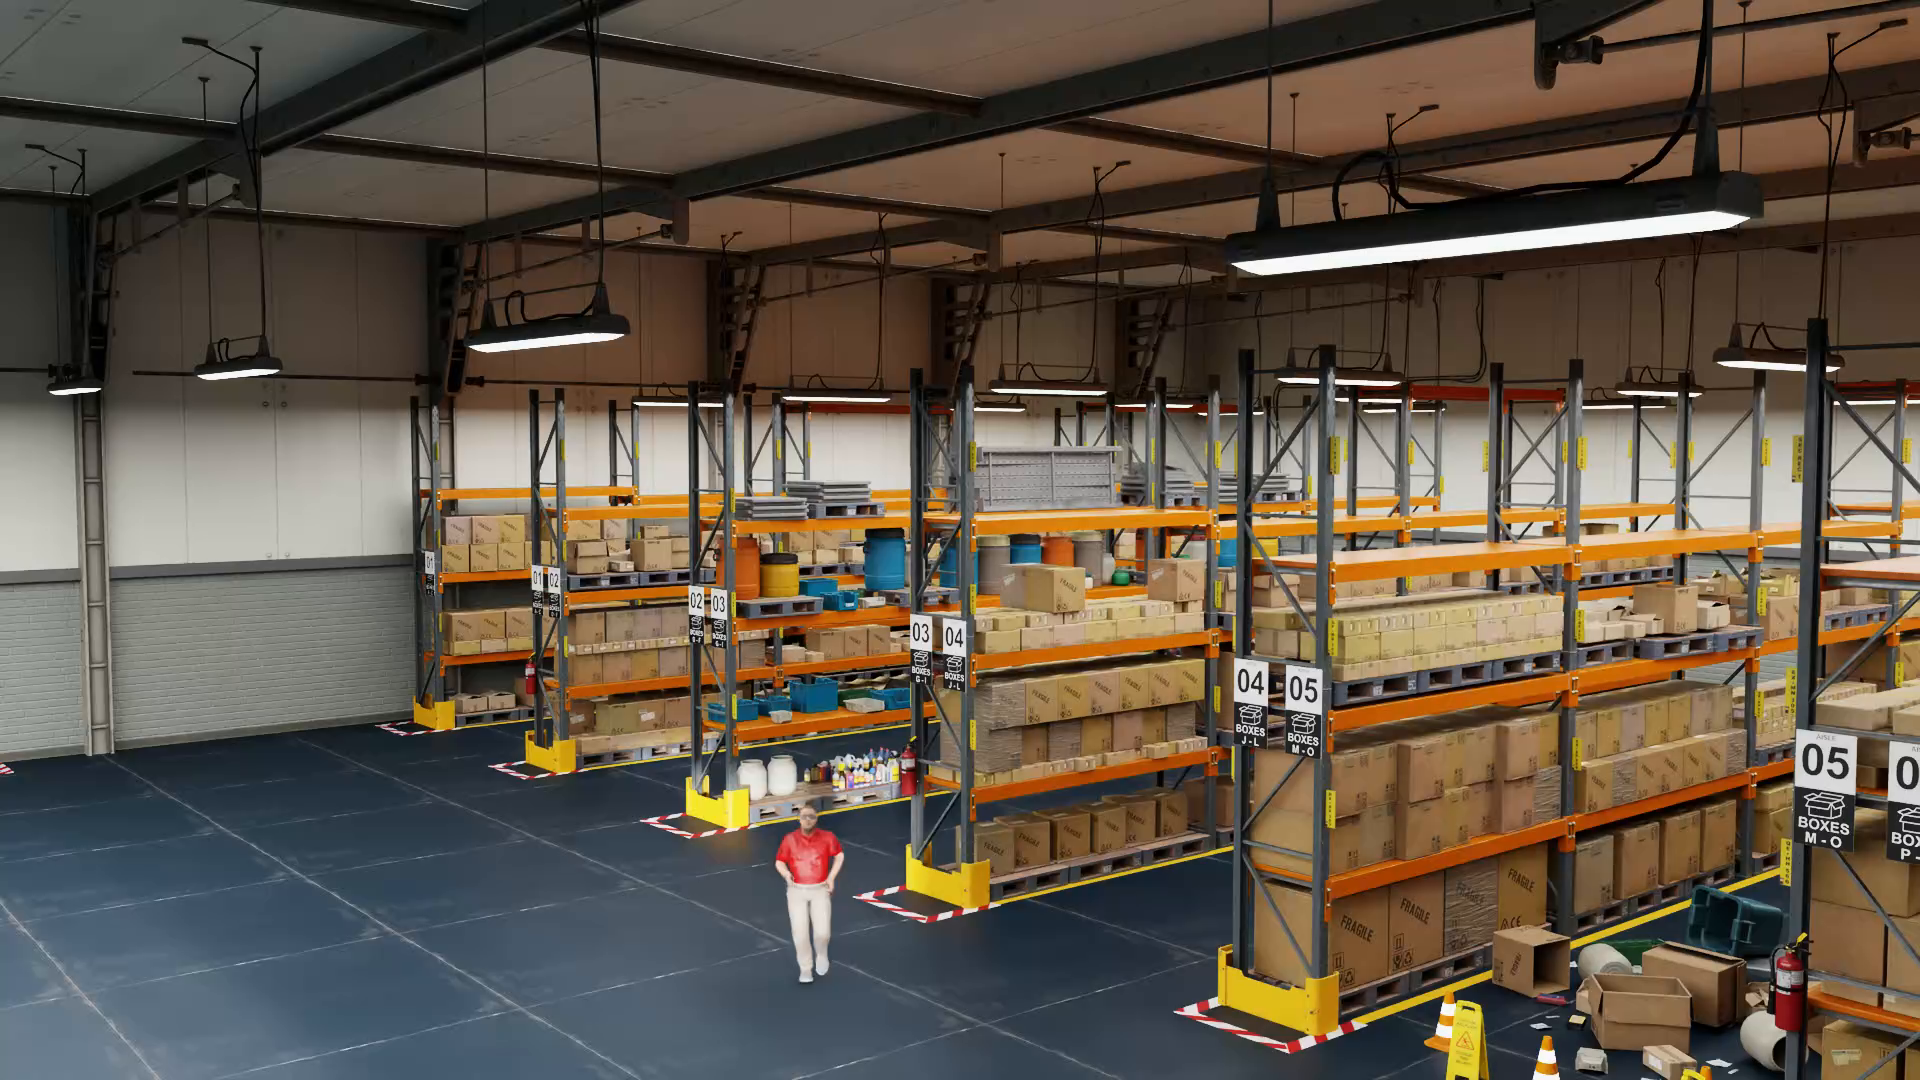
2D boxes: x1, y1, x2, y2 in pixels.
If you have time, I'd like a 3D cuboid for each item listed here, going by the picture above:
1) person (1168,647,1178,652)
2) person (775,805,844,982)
[{"bbox_3d":[4.252,2.332,32.778,0.775,1.844,0.647,-3,5,-42],"label":"person"},{"bbox_3d":[-1.435,3.381,15.840,0.653,1.679,0.578,0,3,-3],"label":"person"}]
